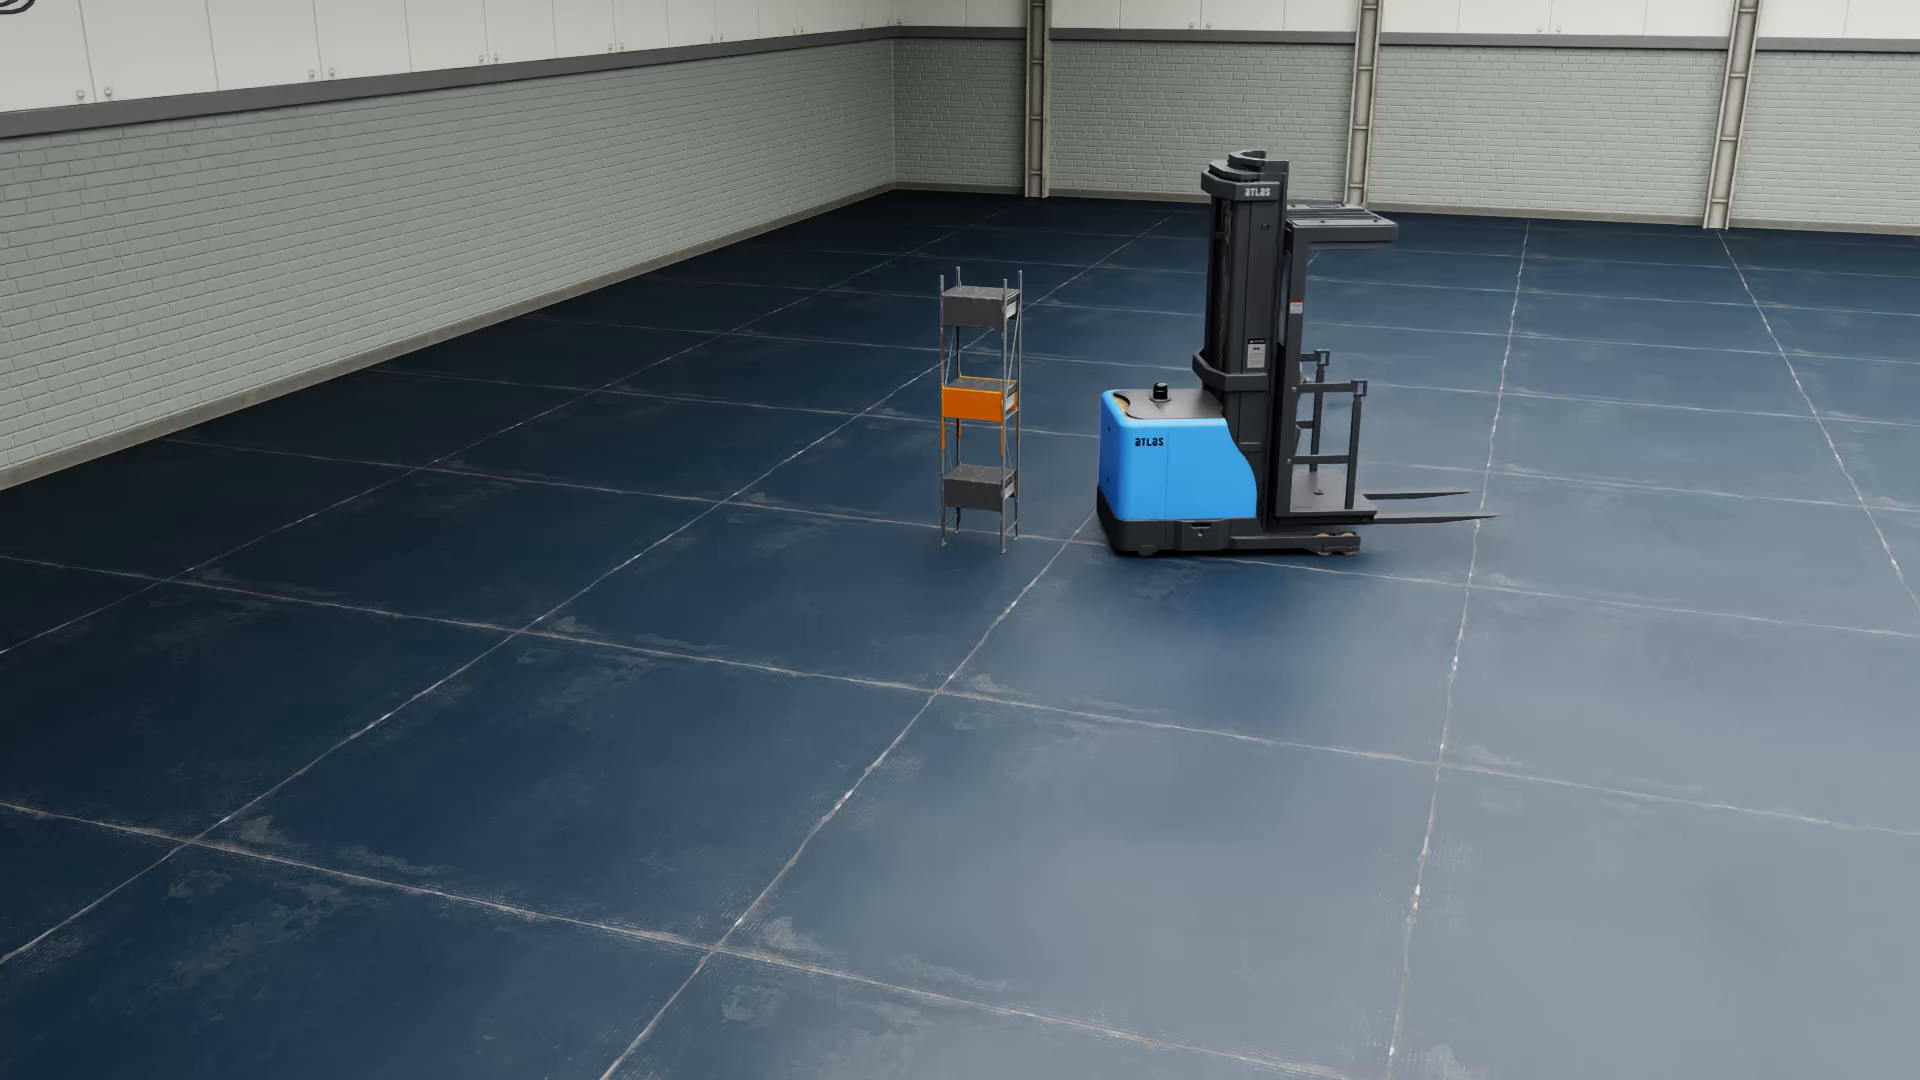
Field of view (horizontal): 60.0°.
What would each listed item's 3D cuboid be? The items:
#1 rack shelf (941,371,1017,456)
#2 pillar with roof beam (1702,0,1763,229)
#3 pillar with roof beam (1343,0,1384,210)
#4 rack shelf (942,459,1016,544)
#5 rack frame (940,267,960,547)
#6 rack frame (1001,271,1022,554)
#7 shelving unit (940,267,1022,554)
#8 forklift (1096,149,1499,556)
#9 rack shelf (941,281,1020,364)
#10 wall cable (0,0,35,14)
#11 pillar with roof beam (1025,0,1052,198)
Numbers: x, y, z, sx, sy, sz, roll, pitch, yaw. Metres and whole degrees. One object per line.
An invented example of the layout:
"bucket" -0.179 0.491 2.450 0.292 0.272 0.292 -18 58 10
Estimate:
"rack shelf" 0.156 -0.961 12.600 0.480 0.518 0.431 7 20 18
"pillar with roof beam" 11.396 -8.217 22.894 0.400 9.000 9.100 7 20 18
"pillar with roof beam" 5.728 -8.865 24.753 0.400 9.000 9.100 7 20 18
"rack shelf" 0.156 -0.300 12.830 0.480 0.518 0.431 7 20 18
"rack frame" -0.074 -1.000 12.671 0.015 2.100 0.400 7 20 18
"rack frame" 0.387 -0.947 12.520 0.015 2.100 0.400 7 20 18
"shelving unit" 0.156 -0.974 12.595 0.503 2.100 0.431 7 20 18
"forklift" 2.642 -1.438 12.665 3.031 2.935 1.130 -1 19 -4
"rack shelf" 0.156 -1.622 12.369 0.480 0.518 0.431 7 20 18
"wall cable" -8.082 -6.343 12.351 0.169 6.003 2.305 7 20 18
"pillar with roof beam" 0.061 -9.513 26.612 0.400 9.000 9.100 7 20 18
